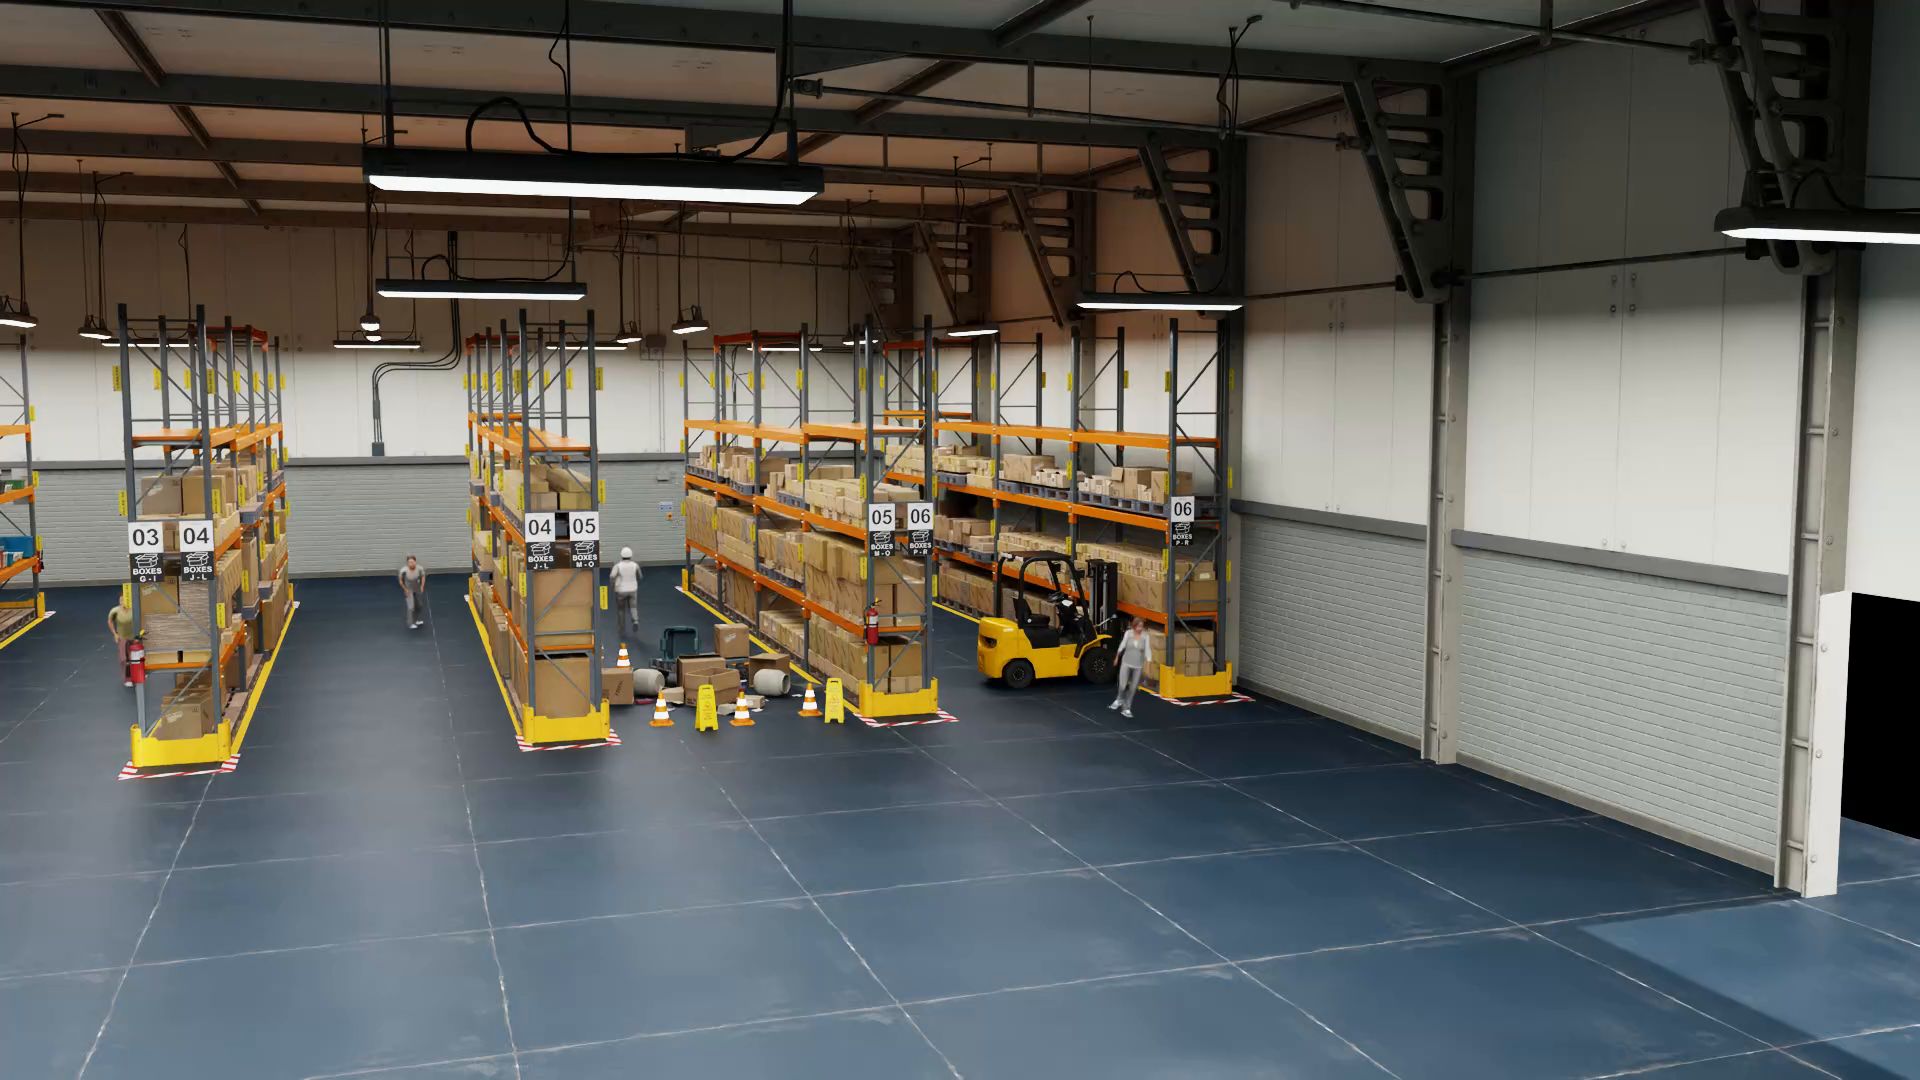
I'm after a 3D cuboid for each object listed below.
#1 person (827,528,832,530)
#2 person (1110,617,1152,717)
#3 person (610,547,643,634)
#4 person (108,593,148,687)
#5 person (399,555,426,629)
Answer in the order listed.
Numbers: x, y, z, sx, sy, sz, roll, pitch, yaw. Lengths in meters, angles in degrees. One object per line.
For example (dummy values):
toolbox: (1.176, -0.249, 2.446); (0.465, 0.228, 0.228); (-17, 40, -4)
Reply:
person: (-2.698, 0.554, 34.961); (0.637, 1.716, 0.797); (-4, 7, -36)
person: (2.556, 1.891, 24.794); (0.578, 1.549, 0.515); (0, 5, -2)
person: (-6.597, 1.012, 32.835); (0.679, 1.749, 0.905); (-2, 6, -23)
person: (-13.726, 1.616, 27.473); (0.620, 1.585, 0.822); (-4, 7, -39)
person: (-11.149, 1.035, 33.840); (0.616, 1.530, 0.815); (-5, 7, -41)
